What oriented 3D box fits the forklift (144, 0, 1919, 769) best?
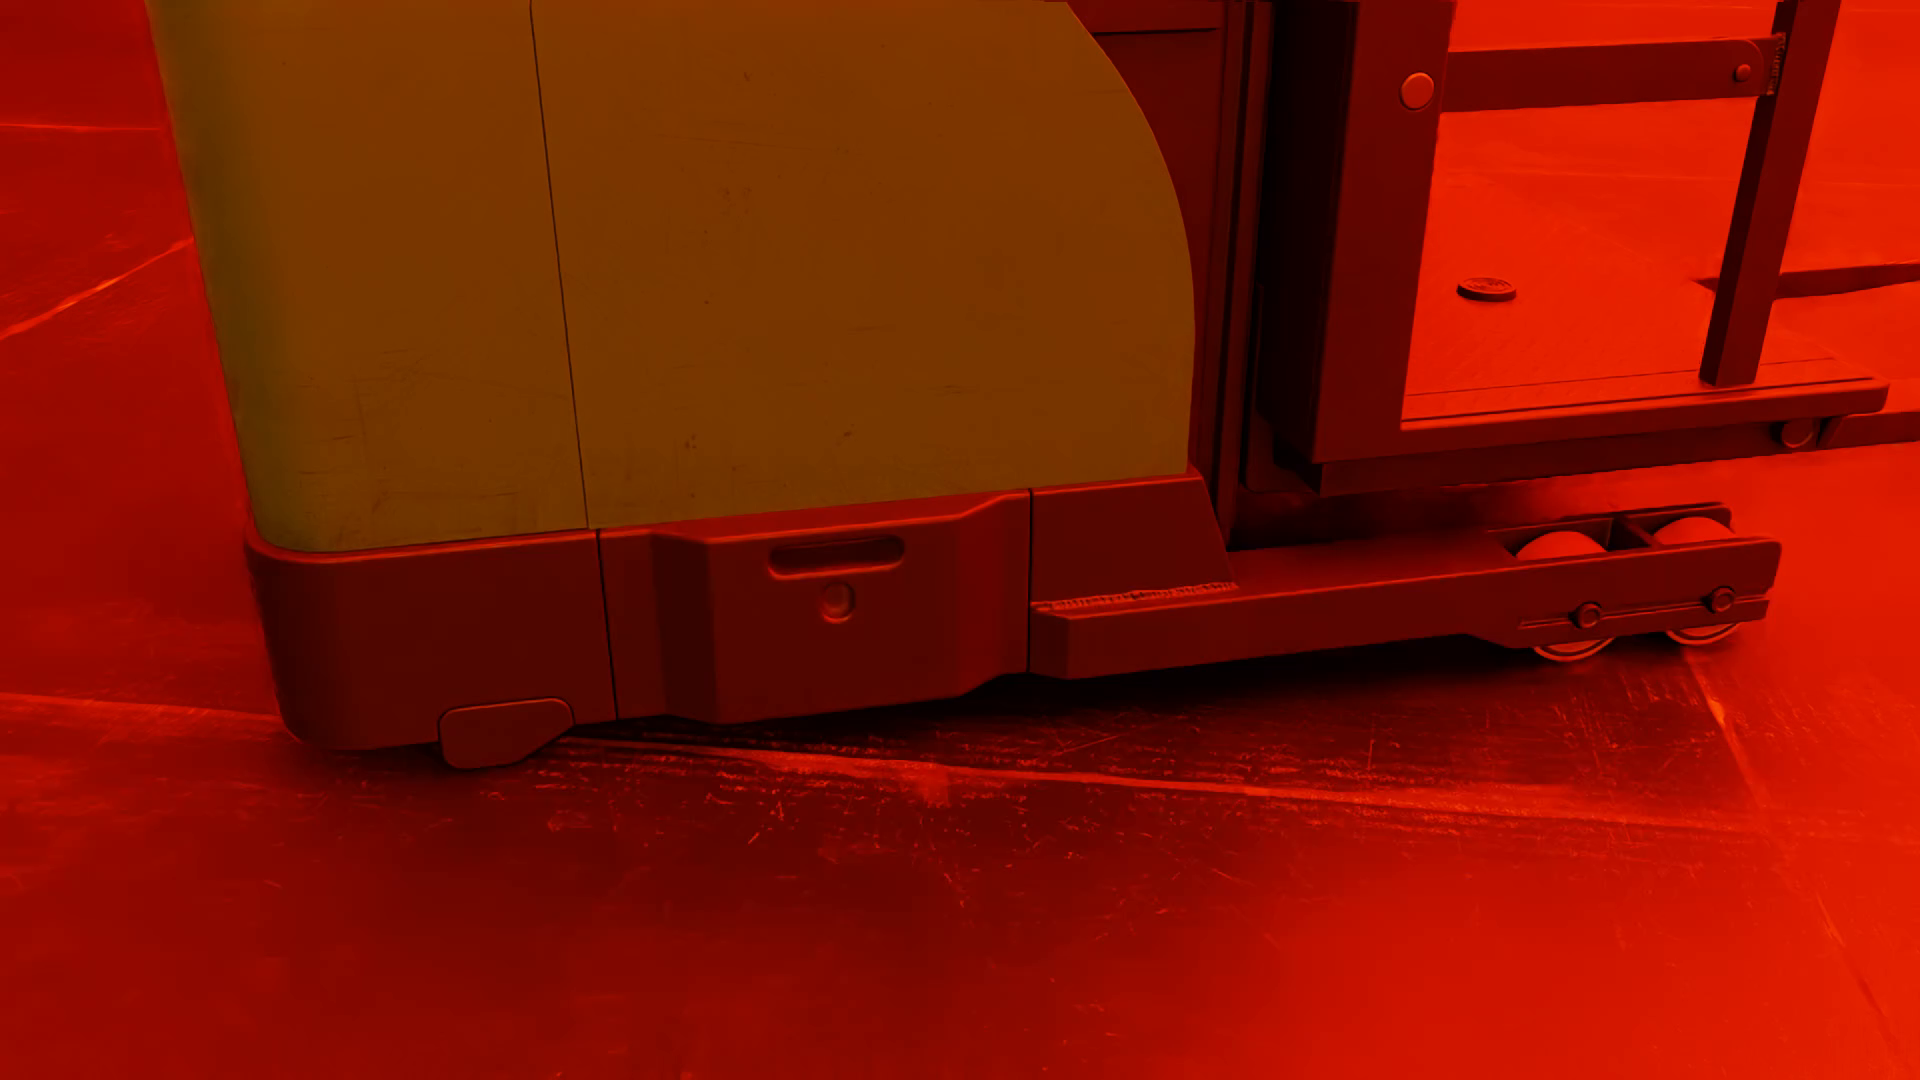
[{"bbox_3d":[0.598,-1.378,1.978,3.031,2.935,1.130,-6,27,-11],"label":"forklift"}]
